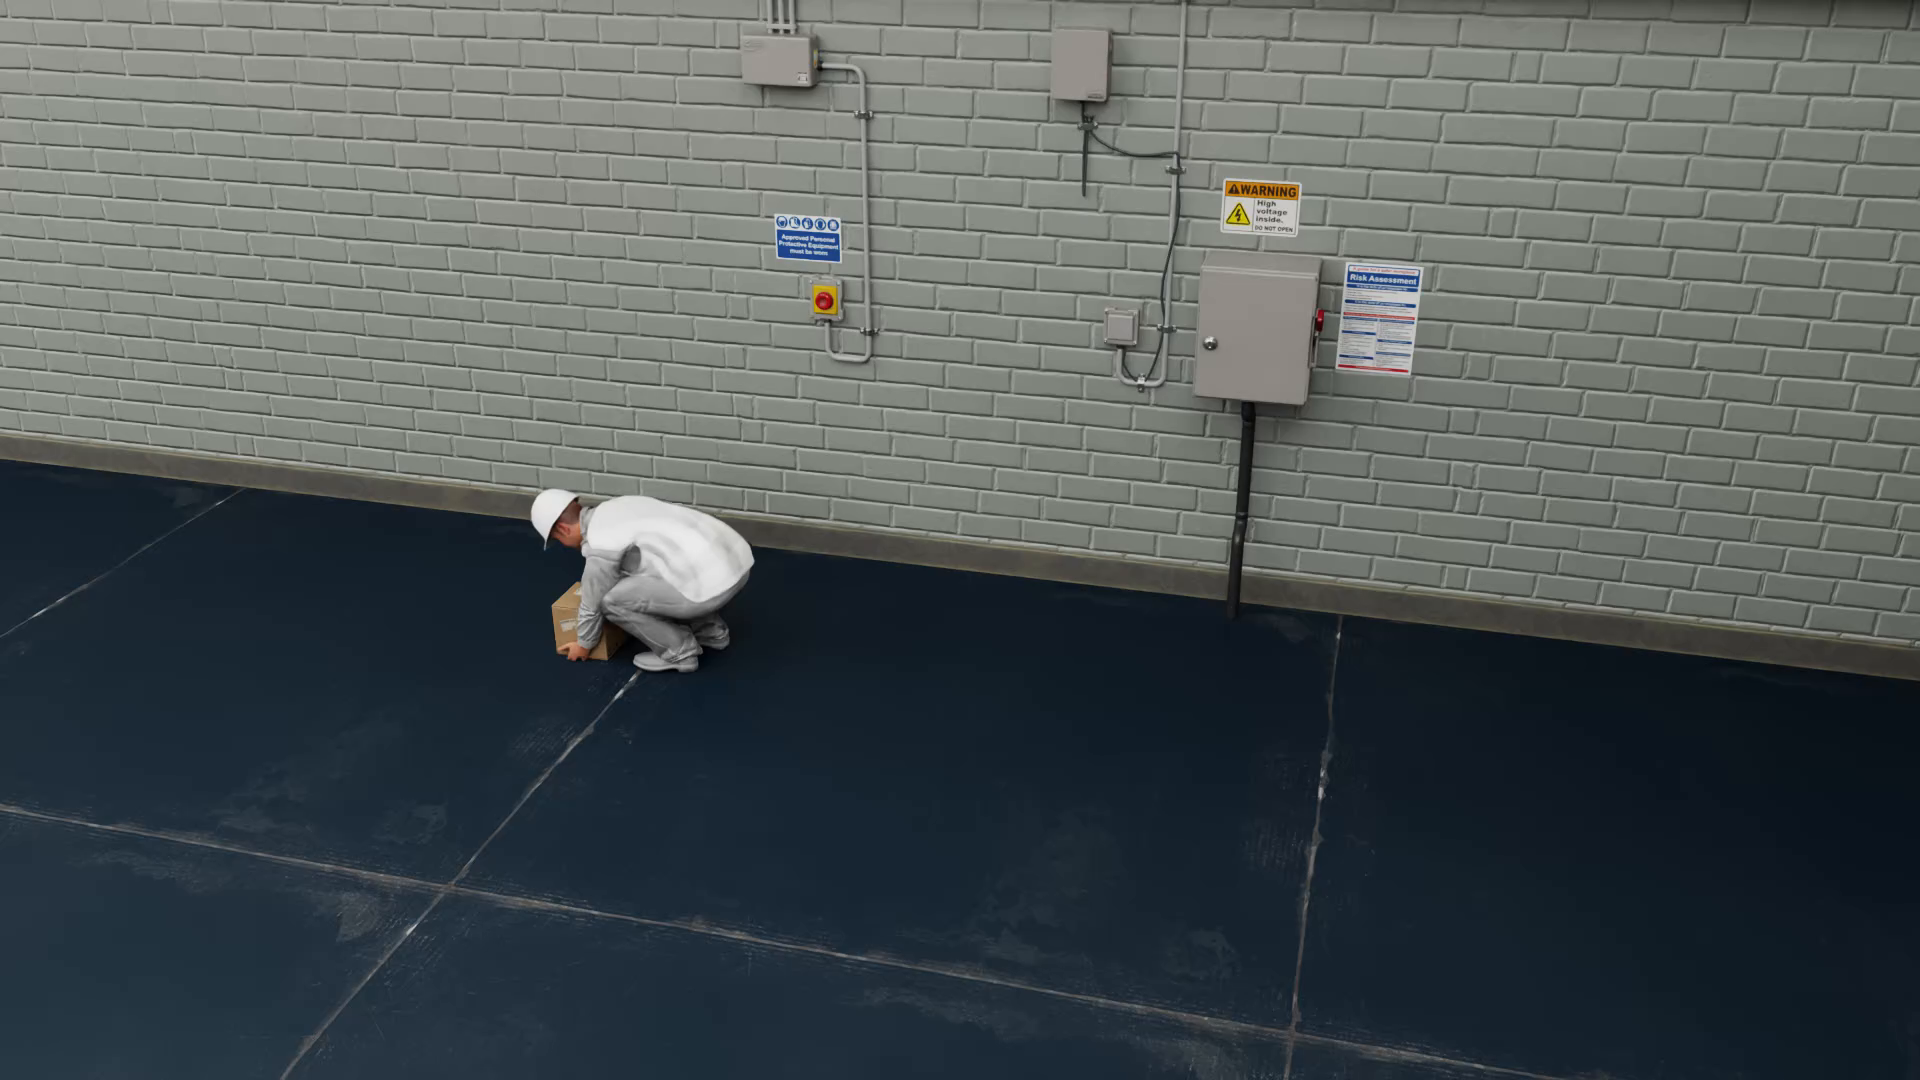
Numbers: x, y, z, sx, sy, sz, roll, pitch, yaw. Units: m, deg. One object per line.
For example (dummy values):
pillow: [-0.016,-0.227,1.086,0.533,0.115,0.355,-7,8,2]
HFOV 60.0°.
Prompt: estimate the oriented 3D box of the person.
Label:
person: [-1.409,0.192,7.424,0.961,0.859,0.514,6,26,12]
